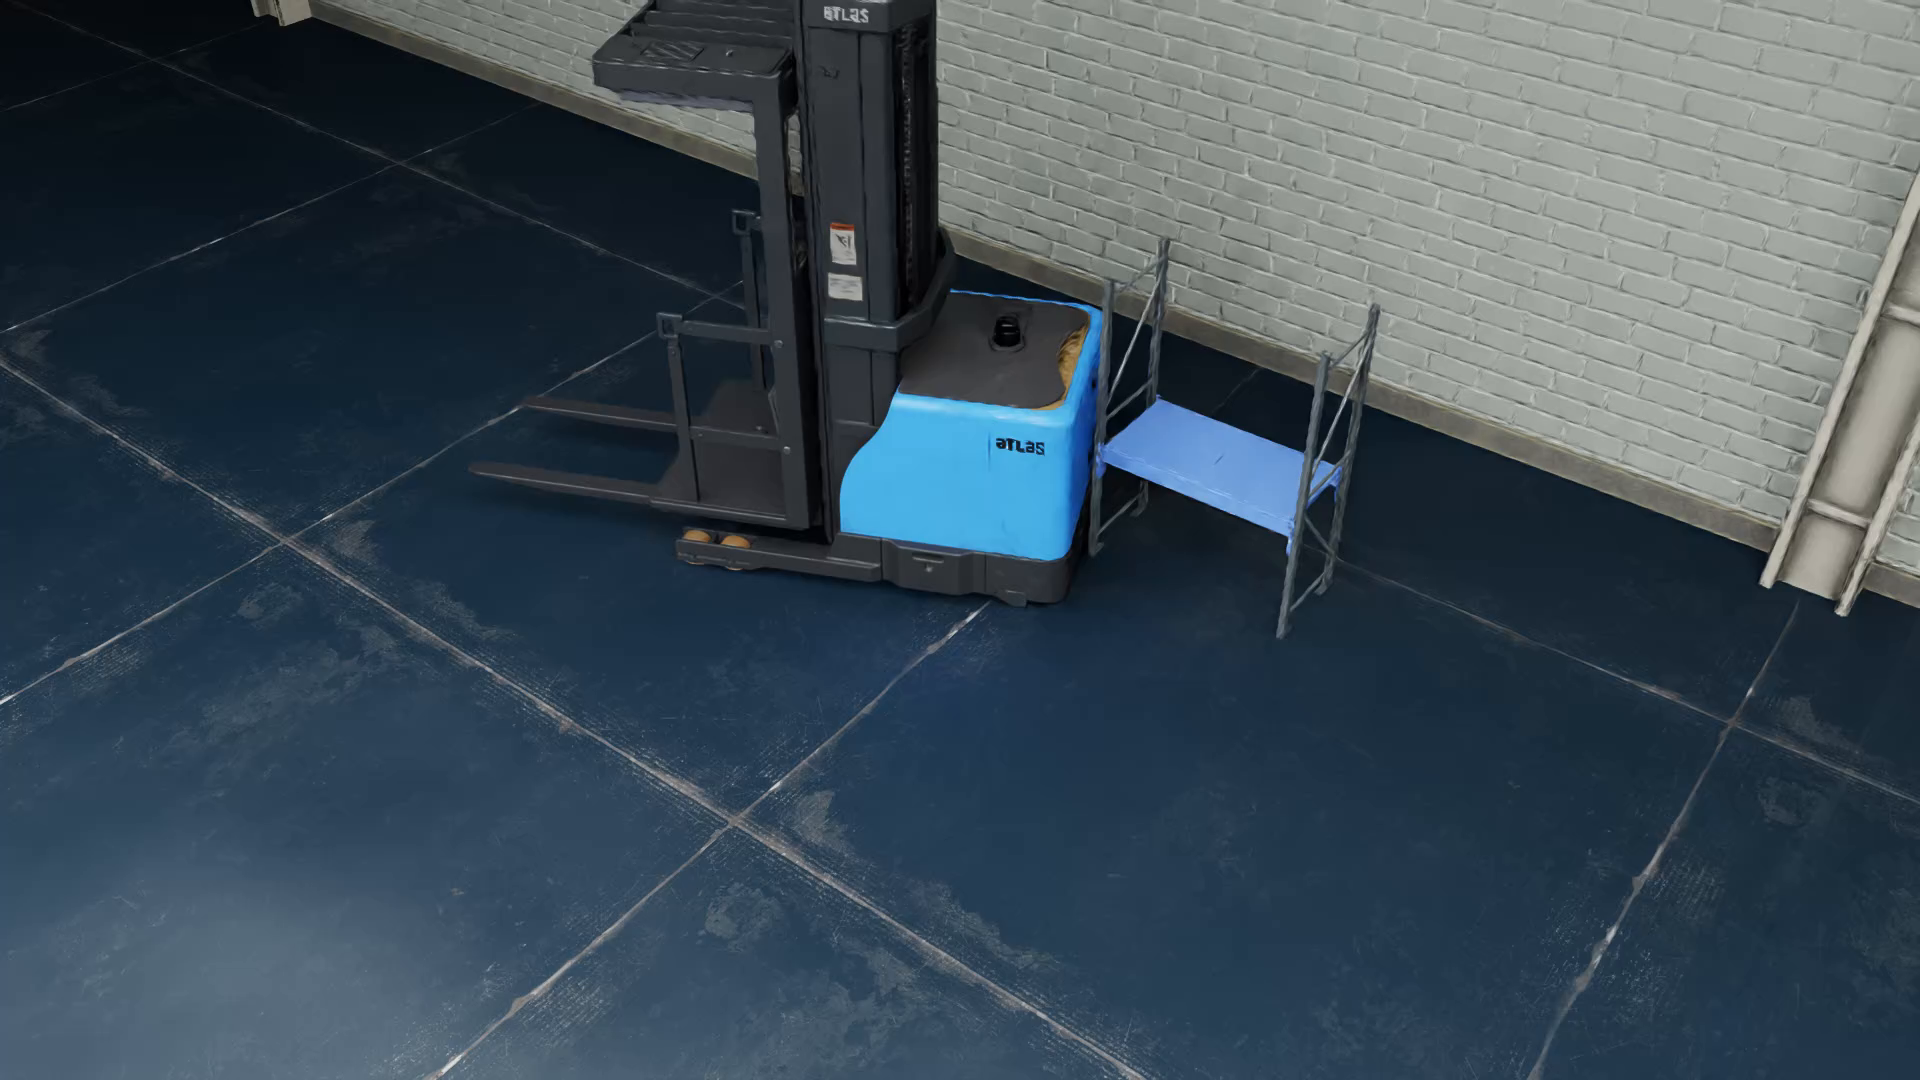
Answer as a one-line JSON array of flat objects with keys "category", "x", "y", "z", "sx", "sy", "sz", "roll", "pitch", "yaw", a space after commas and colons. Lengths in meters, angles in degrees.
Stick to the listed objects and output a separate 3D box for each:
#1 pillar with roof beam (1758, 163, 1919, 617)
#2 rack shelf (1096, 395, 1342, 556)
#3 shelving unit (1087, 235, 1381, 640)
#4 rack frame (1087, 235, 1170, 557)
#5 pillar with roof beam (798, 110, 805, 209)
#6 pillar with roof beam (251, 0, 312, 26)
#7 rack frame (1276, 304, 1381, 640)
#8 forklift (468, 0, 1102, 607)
[{"category": "pillar with roof beam", "x": 1.401, "y": -1.228, "z": 2.380, "sx": 0.400, "sy": 9.000, "sz": 9.100, "roll": 25, "pitch": 45, "yaw": 29}, {"category": "rack shelf", "x": 1.185, "y": -0.312, "z": 7.584, "sx": 1.000, "sy": 0.185, "sz": 0.538, "roll": 24, "pitch": 44, "yaw": 28}, {"category": "shelving unit", "x": 1.185, "y": -0.454, "z": 7.474, "sx": 1.048, "sy": 1.500, "sz": 0.538, "roll": 24, "pitch": 44, "yaw": 28}, {"category": "rack frame", "x": 0.776, "y": -0.640, "z": 7.711, "sx": 0.032, "sy": 1.500, "sz": 0.500, "roll": 24, "pitch": 44, "yaw": 28}, {"category": "pillar with roof beam", "x": -3.365, "y": -3.475, "z": 5.250, "sx": 0.400, "sy": 9.000, "sz": 9.100, "roll": 25, "pitch": 45, "yaw": 29}, {"category": "pillar with roof beam", "x": -8.131, "y": -5.722, "z": 8.120, "sx": 0.400, "sy": 9.000, "sz": 9.100, "roll": 25, "pitch": 45, "yaw": 29}, {"category": "rack frame", "x": 1.594, "y": -0.268, "z": 7.236, "sx": 0.032, "sy": 1.500, "sz": 0.500, "roll": 24, "pitch": 44, "yaw": 28}, {"category": "forklift", "x": -0.877, "y": -1.317, "z": 7.415, "sx": 3.031, "sy": 2.935, "sz": 1.130, "roll": 8, "pitch": 39, "yaw": 10}]
